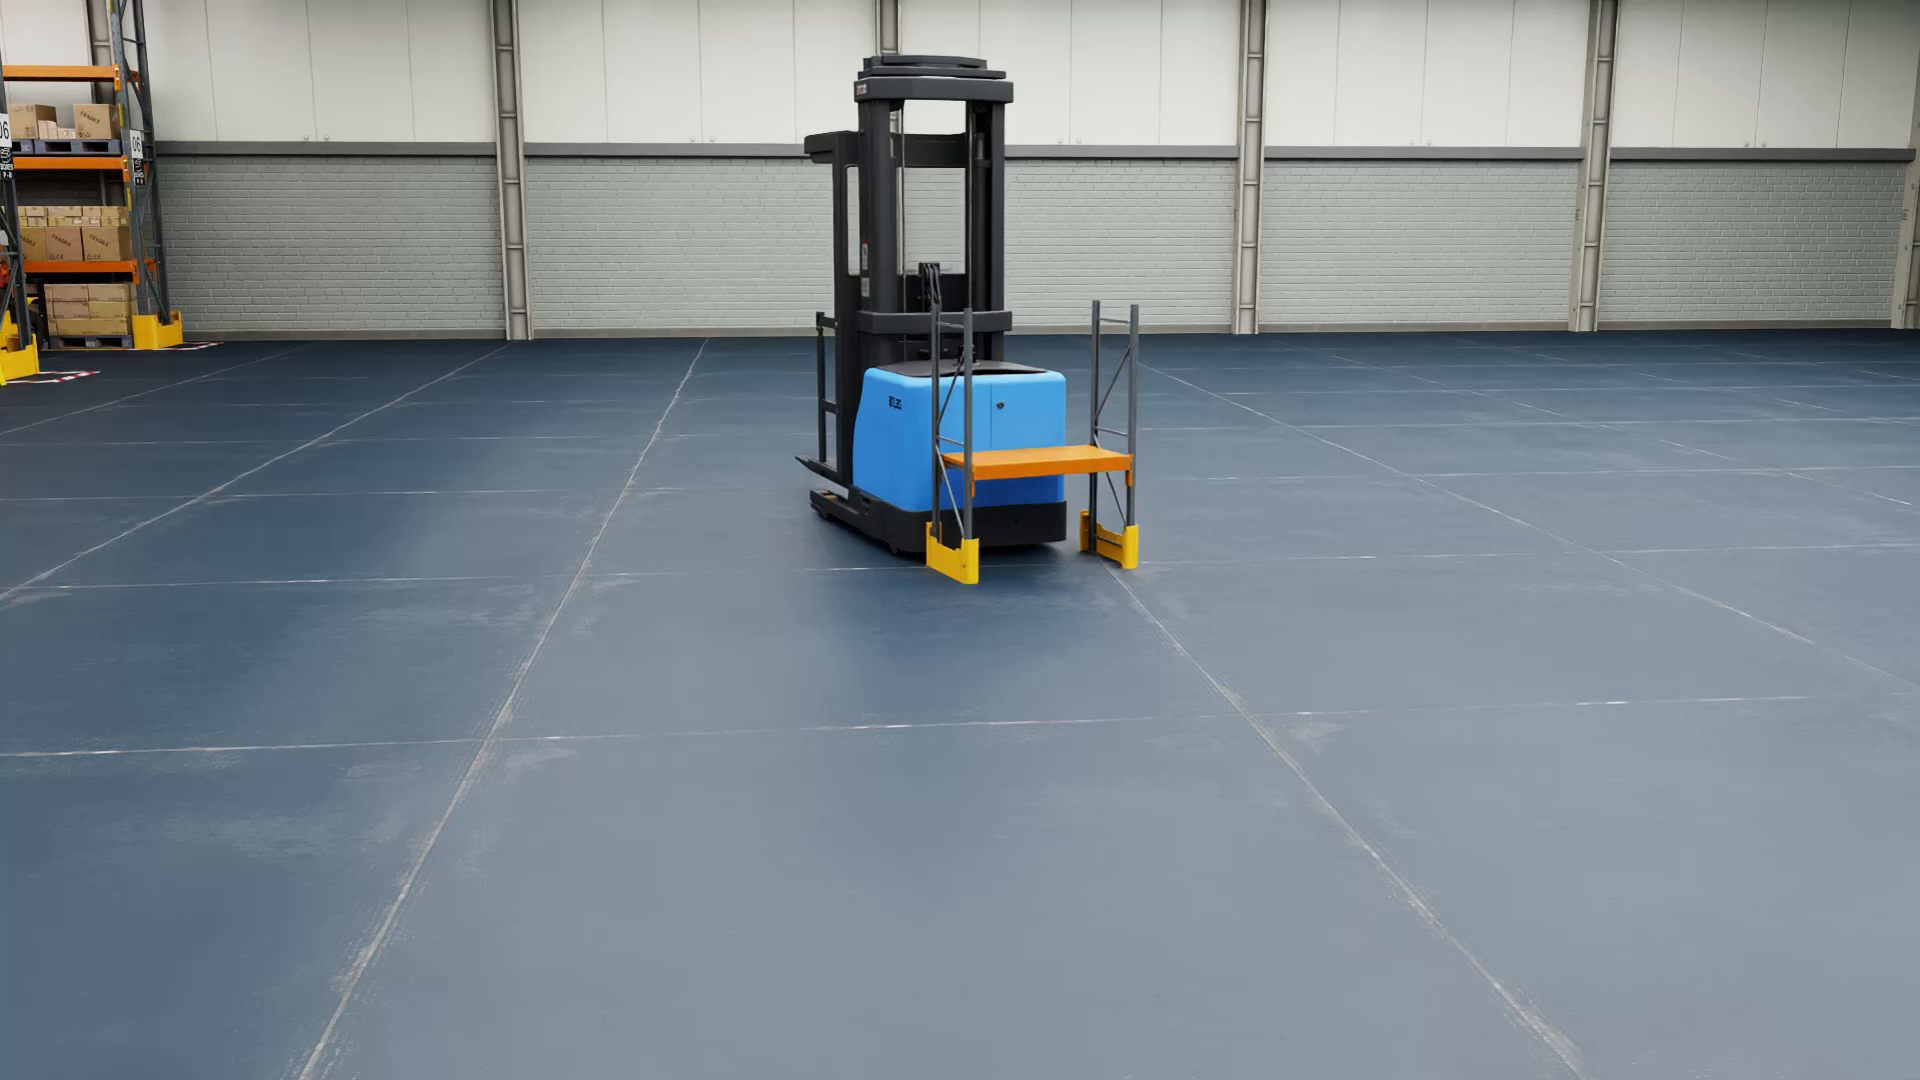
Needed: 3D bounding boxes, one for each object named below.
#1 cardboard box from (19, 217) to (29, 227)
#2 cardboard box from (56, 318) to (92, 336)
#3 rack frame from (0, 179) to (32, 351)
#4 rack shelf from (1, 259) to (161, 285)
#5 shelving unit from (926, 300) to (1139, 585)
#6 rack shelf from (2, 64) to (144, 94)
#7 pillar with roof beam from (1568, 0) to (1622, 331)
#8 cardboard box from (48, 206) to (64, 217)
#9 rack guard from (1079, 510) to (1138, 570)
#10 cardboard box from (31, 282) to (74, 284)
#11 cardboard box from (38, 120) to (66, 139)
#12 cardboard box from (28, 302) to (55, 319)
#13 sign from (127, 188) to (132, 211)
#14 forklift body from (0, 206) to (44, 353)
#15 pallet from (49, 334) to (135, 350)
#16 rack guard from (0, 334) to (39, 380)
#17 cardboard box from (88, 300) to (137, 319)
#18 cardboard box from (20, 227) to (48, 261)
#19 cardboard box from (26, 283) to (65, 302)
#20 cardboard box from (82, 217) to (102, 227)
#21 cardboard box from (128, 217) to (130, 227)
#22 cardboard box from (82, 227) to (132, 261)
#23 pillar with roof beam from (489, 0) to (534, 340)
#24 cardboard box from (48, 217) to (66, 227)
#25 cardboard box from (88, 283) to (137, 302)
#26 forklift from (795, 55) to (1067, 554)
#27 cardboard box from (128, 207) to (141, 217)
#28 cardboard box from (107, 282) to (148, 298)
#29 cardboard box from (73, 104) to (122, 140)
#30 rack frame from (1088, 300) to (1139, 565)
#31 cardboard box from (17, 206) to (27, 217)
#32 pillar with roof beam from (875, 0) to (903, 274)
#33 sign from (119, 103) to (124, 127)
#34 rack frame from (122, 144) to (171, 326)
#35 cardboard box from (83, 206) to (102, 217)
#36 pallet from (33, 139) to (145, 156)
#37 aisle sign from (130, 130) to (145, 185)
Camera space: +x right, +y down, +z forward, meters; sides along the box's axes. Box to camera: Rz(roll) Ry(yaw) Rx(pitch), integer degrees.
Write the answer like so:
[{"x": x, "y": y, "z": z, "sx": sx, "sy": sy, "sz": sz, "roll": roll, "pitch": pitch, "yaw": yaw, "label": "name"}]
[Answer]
[{"x": -13.875, "y": -4.715, "z": 24.636, "sx": 0.250, "sy": 0.149, "sz": 0.380, "roll": -1, "pitch": 11, "yaw": -6, "label": "cardboard box"}, {"x": -13.216, "y": -3.218, "z": 25.002, "sx": 0.500, "sy": 0.250, "sz": 0.500, "roll": -1, "pitch": 11, "yaw": -6, "label": "cardboard box"}, {"x": -11.748, "y": -3.489, "z": 20.337, "sx": 0.127, "sy": 3.000, "sz": 1.000, "roll": -1, "pitch": 11, "yaw": -6, "label": "rack frame"}, {"x": -14.276, "y": -4.046, "z": 25.036, "sx": 4.000, "sy": 0.370, "sz": 1.077, "roll": -1, "pitch": 11, "yaw": -6, "label": "rack shelf"}, {"x": 0.411, "y": -0.581, "z": 9.434, "sx": 1.083, "sy": 1.500, "sz": 0.587, "roll": -5, "pitch": 12, "yaw": -23, "label": "shelving unit"}, {"x": -14.276, "y": -6.793, "z": 24.496, "sx": 4.000, "sy": 0.370, "sz": 1.077, "roll": -1, "pitch": 11, "yaw": -6, "label": "rack shelf"}, {"x": 11.247, "y": -7.217, "z": 23.749, "sx": 0.400, "sy": 9.000, "sz": 9.100, "roll": -1, "pitch": 11, "yaw": -6, "label": "pillar with roof beam"}, {"x": -13.376, "y": -4.893, "z": 24.770, "sx": 0.250, "sy": 0.149, "sz": 0.380, "roll": -1, "pitch": 11, "yaw": -6, "label": "cardboard box"}, {"x": 0.867, "y": -0.006, "z": 9.750, "sx": 0.087, "sy": 0.250, "sz": 0.587, "roll": -5, "pitch": 12, "yaw": -23, "label": "rack guard"}, {"x": -13.781, "y": -3.795, "z": 25.341, "sx": 0.500, "sy": 0.250, "sz": 0.500, "roll": -1, "pitch": 11, "yaw": -6, "label": "cardboard box"}, {"x": -13.331, "y": -6.021, "z": 24.441, "sx": 0.258, "sy": 0.266, "sz": 0.396, "roll": -1, "pitch": 11, "yaw": -6, "label": "cardboard box"}, {"x": -13.749, "y": -3.449, "z": 24.881, "sx": 0.500, "sy": 0.250, "sz": 0.500, "roll": -1, "pitch": 11, "yaw": -7, "label": "cardboard box"}, {"x": -12.243, "y": -5.020, "z": 24.513, "sx": 0.005, "sy": 0.325, "sz": 0.100, "roll": -1, "pitch": 11, "yaw": -6, "label": "sign"}, {"x": -13.976, "y": -3.635, "z": 23.280, "sx": 1.214, "sy": 2.155, "sz": 2.313, "roll": -1, "pitch": 11, "yaw": -6, "label": "forklift body"}, {"x": -13.044, "y": -3.048, "z": 25.326, "sx": 1.213, "sy": 0.211, "sz": 1.003, "roll": -1, "pitch": 11, "yaw": -6, "label": "pallet"}, {"x": -11.824, "y": -2.260, "z": 20.570, "sx": 0.348, "sy": 0.500, "sz": 1.175, "roll": -1, "pitch": 11, "yaw": -6, "label": "rack guard"}, {"x": -12.738, "y": -3.472, "z": 24.998, "sx": 0.500, "sy": 0.250, "sz": 0.500, "roll": -1, "pitch": 11, "yaw": -7, "label": "cardboard box"}, {"x": -13.775, "y": -4.409, "z": 24.760, "sx": 0.500, "sy": 0.500, "sz": 0.500, "roll": -1, "pitch": 11, "yaw": -7, "label": "cardboard box"}, {"x": -13.720, "y": -3.694, "z": 24.831, "sx": 0.500, "sy": 0.250, "sz": 0.500, "roll": -1, "pitch": 11, "yaw": -5, "label": "cardboard box"}, {"x": -12.853, "y": -4.736, "z": 24.740, "sx": 0.250, "sy": 0.149, "sz": 0.380, "roll": -1, "pitch": 11, "yaw": -5, "label": "cardboard box"}, {"x": -12.653, "y": -4.850, "z": 25.323, "sx": 0.250, "sy": 0.149, "sz": 0.380, "roll": -1, "pitch": 11, "yaw": -8, "label": "cardboard box"}, {"x": -12.749, "y": -4.429, "z": 24.861, "sx": 0.500, "sy": 0.500, "sz": 0.500, "roll": -1, "pitch": 11, "yaw": -7, "label": "cardboard box"}, {"x": -6.648, "y": -6.842, "z": 21.842, "sx": 0.400, "sy": 9.000, "sz": 9.100, "roll": -1, "pitch": 11, "yaw": -6, "label": "pillar with roof beam"}, {"x": -13.365, "y": -4.739, "z": 24.757, "sx": 0.250, "sy": 0.149, "sz": 0.380, "roll": -1, "pitch": 11, "yaw": -6, "label": "cardboard box"}, {"x": -12.712, "y": -3.718, "z": 24.954, "sx": 0.500, "sy": 0.250, "sz": 0.500, "roll": -1, "pitch": 11, "yaw": -4, "label": "cardboard box"}, {"x": -0.365, "y": -1.598, "z": 10.899, "sx": 1.130, "sy": 2.935, "sz": 3.031, "roll": -4, "pitch": 12, "yaw": -21, "label": "forklift"}, {"x": -12.645, "y": -4.988, "z": 25.250, "sx": 0.250, "sy": 0.149, "sz": 0.380, "roll": -1, "pitch": 11, "yaw": -7, "label": "cardboard box"}, {"x": -12.786, "y": -3.814, "z": 25.440, "sx": 0.500, "sy": 0.250, "sz": 0.500, "roll": -1, "pitch": 11, "yaw": -7, "label": "cardboard box"}, {"x": -12.702, "y": -6.160, "z": 24.545, "sx": 0.500, "sy": 0.500, "sz": 0.500, "roll": -1, "pitch": 11, "yaw": -4, "label": "cardboard box"}, {"x": 0.885, "y": -0.621, "z": 9.637, "sx": 0.032, "sy": 1.500, "sz": 0.500, "roll": -5, "pitch": 12, "yaw": -23, "label": "rack frame"}, {"x": -13.879, "y": -4.860, "z": 24.601, "sx": 0.250, "sy": 0.149, "sz": 0.380, "roll": -1, "pitch": 11, "yaw": -5, "label": "cardboard box"}, {"x": -0.683, "y": -6.967, "z": 22.477, "sx": 0.400, "sy": 9.000, "sz": 9.100, "roll": -1, "pitch": 11, "yaw": -6, "label": "pillar with roof beam"}, {"x": -12.243, "y": -6.203, "z": 24.281, "sx": 0.005, "sy": 0.325, "sz": 0.100, "roll": -1, "pitch": 11, "yaw": -6, "label": "sign"}, {"x": -12.288, "y": -4.440, "z": 25.178, "sx": 0.127, "sy": 3.000, "sz": 1.000, "roll": -1, "pitch": 11, "yaw": -6, "label": "rack frame"}, {"x": -12.863, "y": -4.895, "z": 24.778, "sx": 0.250, "sy": 0.149, "sz": 0.380, "roll": -1, "pitch": 11, "yaw": -6, "label": "cardboard box"}, {"x": -12.994, "y": -5.859, "z": 24.848, "sx": 1.213, "sy": 0.211, "sz": 1.003, "roll": -1, "pitch": 11, "yaw": -6, "label": "pallet"}, {"x": -12.191, "y": -5.661, "z": 24.648, "sx": 0.004, "sy": 0.787, "sz": 0.394, "roll": -1, "pitch": 11, "yaw": -6, "label": "aisle sign"}]
